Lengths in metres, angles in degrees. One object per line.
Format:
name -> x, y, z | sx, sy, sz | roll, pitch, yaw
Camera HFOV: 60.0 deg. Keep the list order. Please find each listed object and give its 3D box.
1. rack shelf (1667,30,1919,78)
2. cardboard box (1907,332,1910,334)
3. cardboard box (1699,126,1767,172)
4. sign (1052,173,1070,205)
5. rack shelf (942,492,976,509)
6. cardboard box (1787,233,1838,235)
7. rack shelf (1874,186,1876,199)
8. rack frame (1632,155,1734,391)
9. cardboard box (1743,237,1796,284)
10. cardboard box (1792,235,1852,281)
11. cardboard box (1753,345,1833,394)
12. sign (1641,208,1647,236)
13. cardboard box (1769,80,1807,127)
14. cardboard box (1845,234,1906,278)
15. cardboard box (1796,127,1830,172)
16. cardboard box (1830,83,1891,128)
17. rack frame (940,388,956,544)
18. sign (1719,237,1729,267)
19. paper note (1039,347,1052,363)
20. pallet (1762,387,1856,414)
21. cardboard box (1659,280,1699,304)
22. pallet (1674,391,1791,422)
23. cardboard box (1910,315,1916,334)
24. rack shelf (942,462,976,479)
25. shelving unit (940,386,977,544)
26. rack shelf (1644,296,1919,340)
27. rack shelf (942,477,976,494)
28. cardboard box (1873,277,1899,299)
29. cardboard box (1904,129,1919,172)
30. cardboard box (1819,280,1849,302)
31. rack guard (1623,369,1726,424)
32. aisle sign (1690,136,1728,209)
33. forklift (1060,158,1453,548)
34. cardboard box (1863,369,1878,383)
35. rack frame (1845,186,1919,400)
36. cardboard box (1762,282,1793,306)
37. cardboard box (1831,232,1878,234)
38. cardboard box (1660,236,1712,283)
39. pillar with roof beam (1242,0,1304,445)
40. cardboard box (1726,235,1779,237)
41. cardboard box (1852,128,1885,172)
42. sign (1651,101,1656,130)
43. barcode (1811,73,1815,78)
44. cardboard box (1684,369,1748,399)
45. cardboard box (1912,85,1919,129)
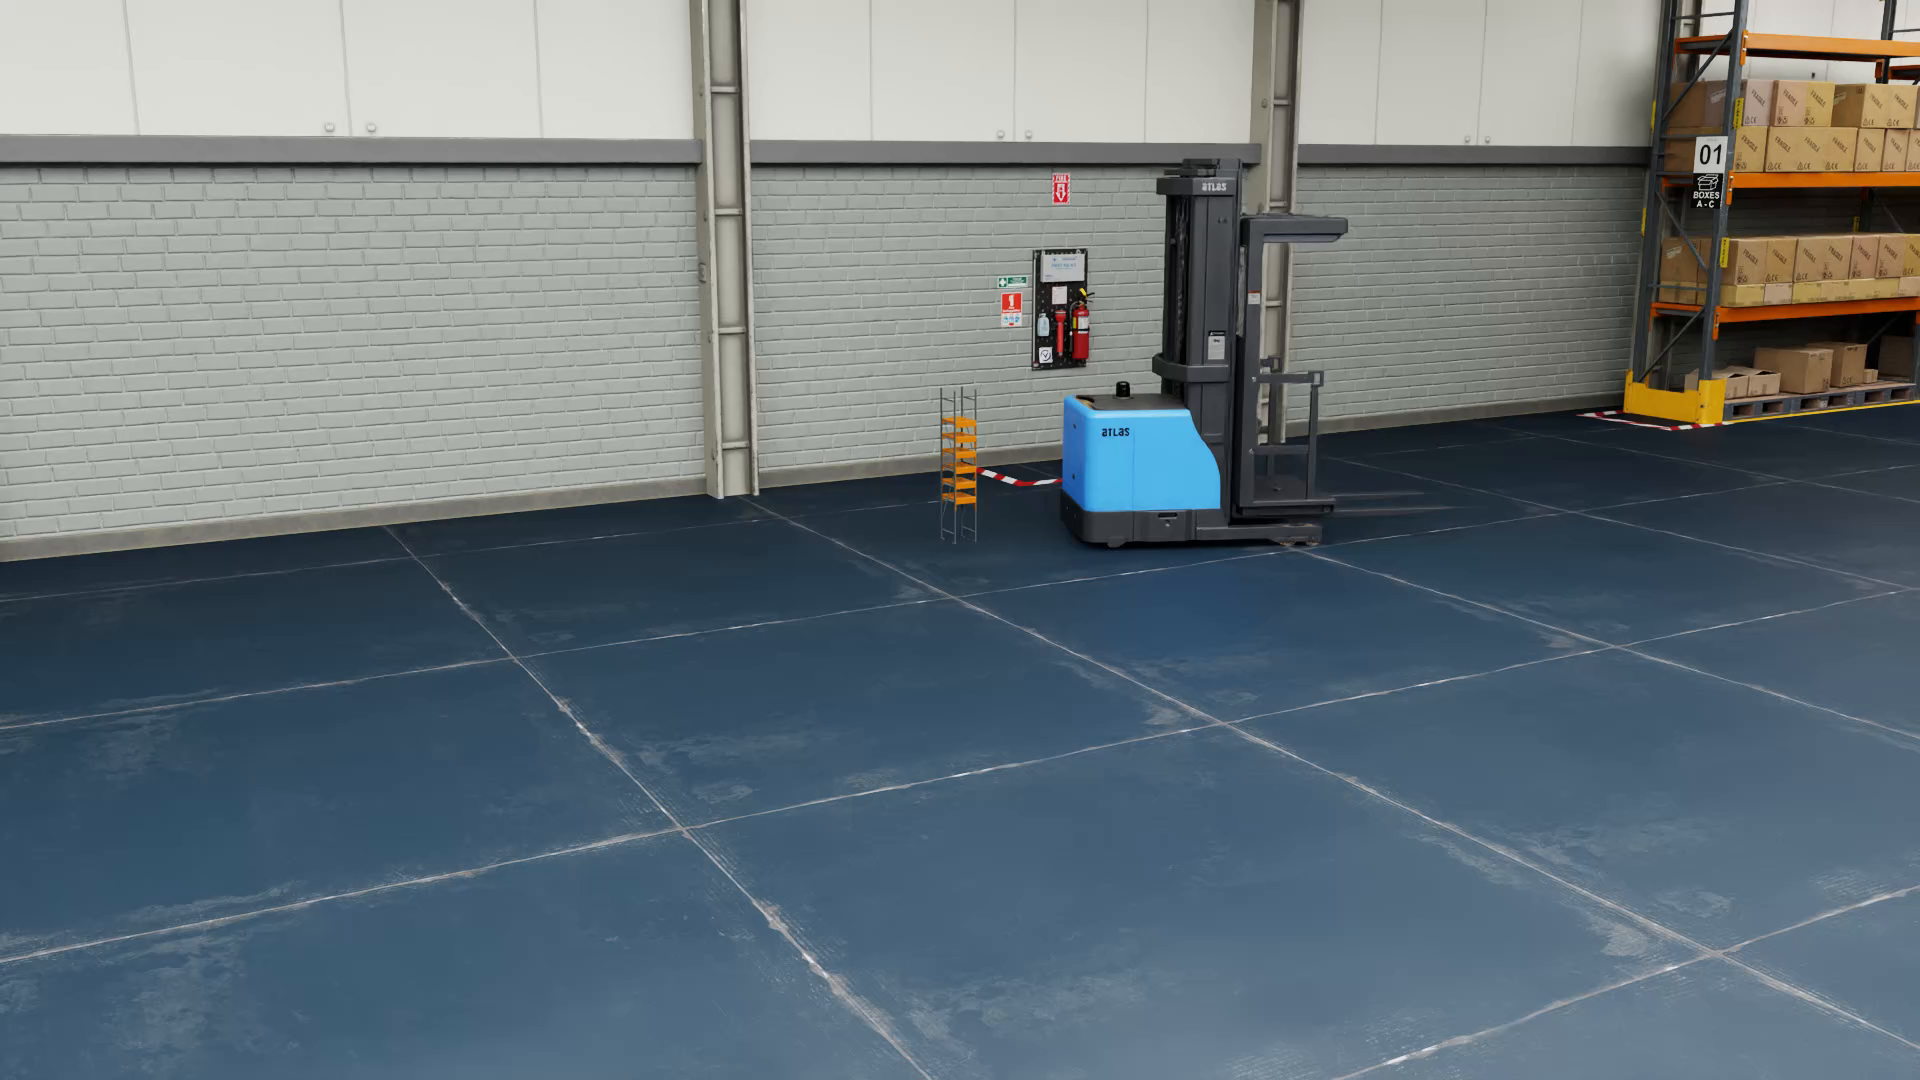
rack shelf -> 10.044, -5.685, 19.520 | 4.000, 0.370, 1.077 | -7, 14, -28
cardboard box -> 12.867, -2.461, 21.903 | 0.500, 0.500, 0.700 | -7, 15, -29
cardboard box -> 8.702, -4.409, 18.764 | 0.500, 0.500, 0.500 | -6, 14, -26
sign -> 0.980, -3.406, 16.132 | 0.199, 0.298, 0.001 | -7, 14, -28
rack shelf -> -0.013, -0.306, 13.033 | 0.180, 0.103, 0.258 | -7, 14, -28
cardboard box -> 10.391, -3.509, 20.459 | 0.500, 0.500, 0.500 | -6, 14, -26
rack shelf -> 13.555, -4.644, 21.719 | 4.000, 0.370, 1.077 | -7, 14, -28
rack frame -> 8.289, -2.900, 19.164 | 0.127, 3.000, 1.000 | -7, 14, -28
cardboard box -> 9.290, -3.245, 19.285 | 0.500, 0.500, 0.500 | -7, 14, -28
cardboard box -> 10.194, -3.355, 19.772 | 0.500, 0.500, 0.500 | -6, 14, -26
cardboard box -> 10.107, -2.078, 20.204 | 0.500, 0.500, 0.700 | -8, 15, -31
sign -> 8.040, -3.728, 19.487 | 0.005, 0.325, 0.100 | -7, 14, -28
cardboard box -> 9.208, -4.947, 18.875 | 0.500, 0.500, 0.500 | -7, 14, -29
cardboard box -> 11.097, -3.461, 20.242 | 0.500, 0.500, 0.500 | -7, 14, -28
cardboard box -> 9.644, -4.514, 19.231 | 0.500, 0.500, 0.500 | -6, 14, -25
cardboard box -> 10.560, -5.109, 19.597 | 0.500, 0.500, 0.500 | -7, 15, -30
rack frame -> -0.093, -0.574, 12.928 | 0.006, 1.200, 0.240 | -7, 14, -28
sign -> 8.549, -3.218, 18.605 | 0.005, 0.325, 0.100 | -7, 14, -28
paper note -> 0.846, -1.822, 16.378 | 0.142, 0.148, 0.016 | -7, 14, -28
pallet -> 10.155, -1.754, 20.422 | 1.213, 0.211, 1.003 | -7, 14, -28
cardboard box -> 8.606, -2.923, 19.563 | 0.500, 0.250, 0.500 | -7, 14, -27
pallet -> 9.085, -1.626, 19.856 | 1.213, 0.211, 1.003 | -7, 14, -28
cardboard box -> 12.823, -2.810, 21.745 | 0.500, 0.250, 0.500 | -7, 15, -29
rack shelf -> -0.013, -0.540, 12.980 | 0.180, 0.103, 0.258 | -7, 14, -28
shelving unit -> -0.013, -0.584, 12.971 | 0.189, 1.200, 0.258 | -7, 14, -28
rack shelf -> 10.044, -2.760, 20.178 | 4.000, 0.370, 1.077 | -7, 14, -28
rack shelf -> -0.013, -0.423, 13.007 | 0.180, 0.103, 0.258 | -7, 14, -28
cardboard box -> 11.088, -3.099, 20.342 | 0.500, 0.250, 0.500 | -7, 14, -28
cardboard box -> 11.473, -4.742, 20.243 | 0.500, 0.500, 0.500 | -6, 14, -26
cardboard box -> 10.213, -2.990, 19.857 | 0.500, 0.250, 0.500 | -7, 14, -27
rack guard -> 8.355, -1.689, 19.474 | 0.348, 0.500, 1.175 | -7, 14, -28
aisle sign -> 8.369, -4.103, 18.588 | 0.004, 0.787, 0.394 | -7, 14, -28
forklift -> 2.379, -1.494, 13.073 | 3.031, 2.935, 1.130 | -2, 13, -7
cardboard box -> 11.344, -2.091, 21.021 | 0.250, 0.166, 0.380 | -9, 16, -35
rack frame -> 11.800, -3.321, 21.034 | 0.127, 3.000, 1.000 | -7, 14, -28
cardboard box -> 9.318, -2.884, 19.390 | 0.500, 0.250, 0.500 | -7, 15, -30
cardboard box -> 11.287, -3.614, 20.925 | 0.500, 0.500, 0.500 | -7, 15, -29
cardboard box -> 8.601, -3.293, 19.499 | 0.500, 0.500, 0.500 | -7, 14, -28
pillar with roof beam -> 5.285, -4.607, 13.083 | 0.400, 9.000, 9.100 | -7, 14, -28
cardboard box -> 9.499, -3.400, 19.971 | 0.500, 0.500, 0.500 | -7, 15, -29
cardboard box -> 10.557, -4.626, 19.727 | 0.500, 0.500, 0.500 | -7, 15, -30
sign -> 8.040, -4.905, 19.223 | 0.005, 0.325, 0.100 | -7, 14, -28
barcode -> 10.374, -5.648, 20.215 | 0.075, 0.075, 0.001 | -7, 14, -28
cardboard box -> 8.939, -1.859, 19.658 | 0.500, 0.311, 0.500 | -9, 15, -34
cardboard box -> 11.490, -5.226, 20.116 | 0.500, 0.500, 0.500 | -8, 15, -33
